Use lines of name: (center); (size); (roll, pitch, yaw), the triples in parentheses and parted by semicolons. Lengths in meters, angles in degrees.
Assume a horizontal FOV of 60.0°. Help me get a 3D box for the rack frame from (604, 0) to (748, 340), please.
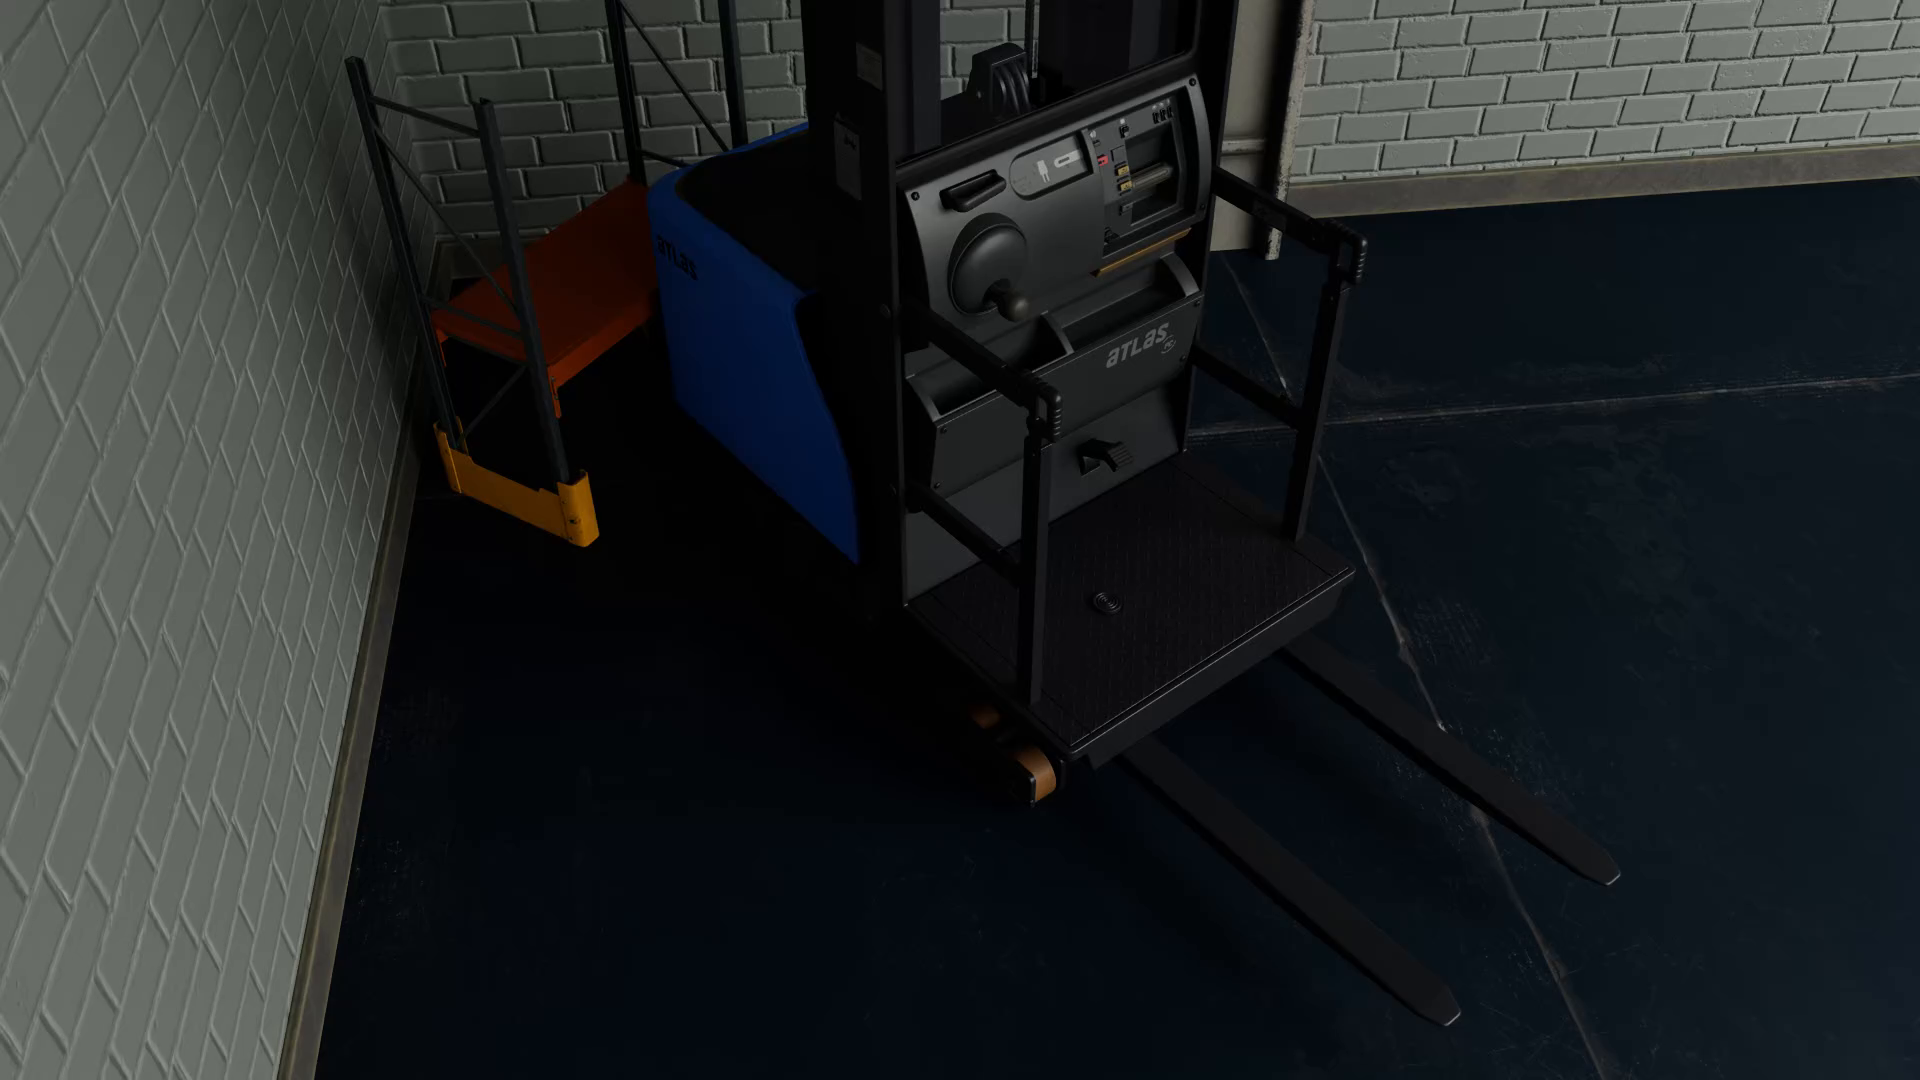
rack frame: (-0.896, -1.228, 5.492); (0.500, 1.500, 0.032); (22, 46, 22)

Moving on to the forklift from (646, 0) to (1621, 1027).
forklift: (0.391, -0.764, 3.909); (1.130, 2.935, 3.031); (-28, 49, -28)

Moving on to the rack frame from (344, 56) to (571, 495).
rack frame: (-1.418, -0.644, 4.844); (0.500, 1.500, 0.032); (22, 46, 22)

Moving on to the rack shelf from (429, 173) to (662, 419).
rack shelf: (-1.157, -0.802, 5.288); (0.538, 0.185, 1.000); (22, 46, 22)

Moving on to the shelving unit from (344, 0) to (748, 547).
shelving unit: (-1.152, -0.941, 5.173); (0.587, 1.500, 1.083); (22, 46, 22)

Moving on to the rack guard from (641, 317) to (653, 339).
rack guard: (-0.897, -0.763, 5.909); (0.587, 0.250, 0.087); (22, 46, 22)

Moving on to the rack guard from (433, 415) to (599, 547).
rack guard: (-1.408, -0.191, 5.275); (0.587, 0.250, 0.087); (22, 46, 22)

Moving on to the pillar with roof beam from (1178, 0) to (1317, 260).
pillar with roof beam: (1.580, -1.660, 0.372); (0.400, 9.000, 9.100); (-5, 42, -6)
